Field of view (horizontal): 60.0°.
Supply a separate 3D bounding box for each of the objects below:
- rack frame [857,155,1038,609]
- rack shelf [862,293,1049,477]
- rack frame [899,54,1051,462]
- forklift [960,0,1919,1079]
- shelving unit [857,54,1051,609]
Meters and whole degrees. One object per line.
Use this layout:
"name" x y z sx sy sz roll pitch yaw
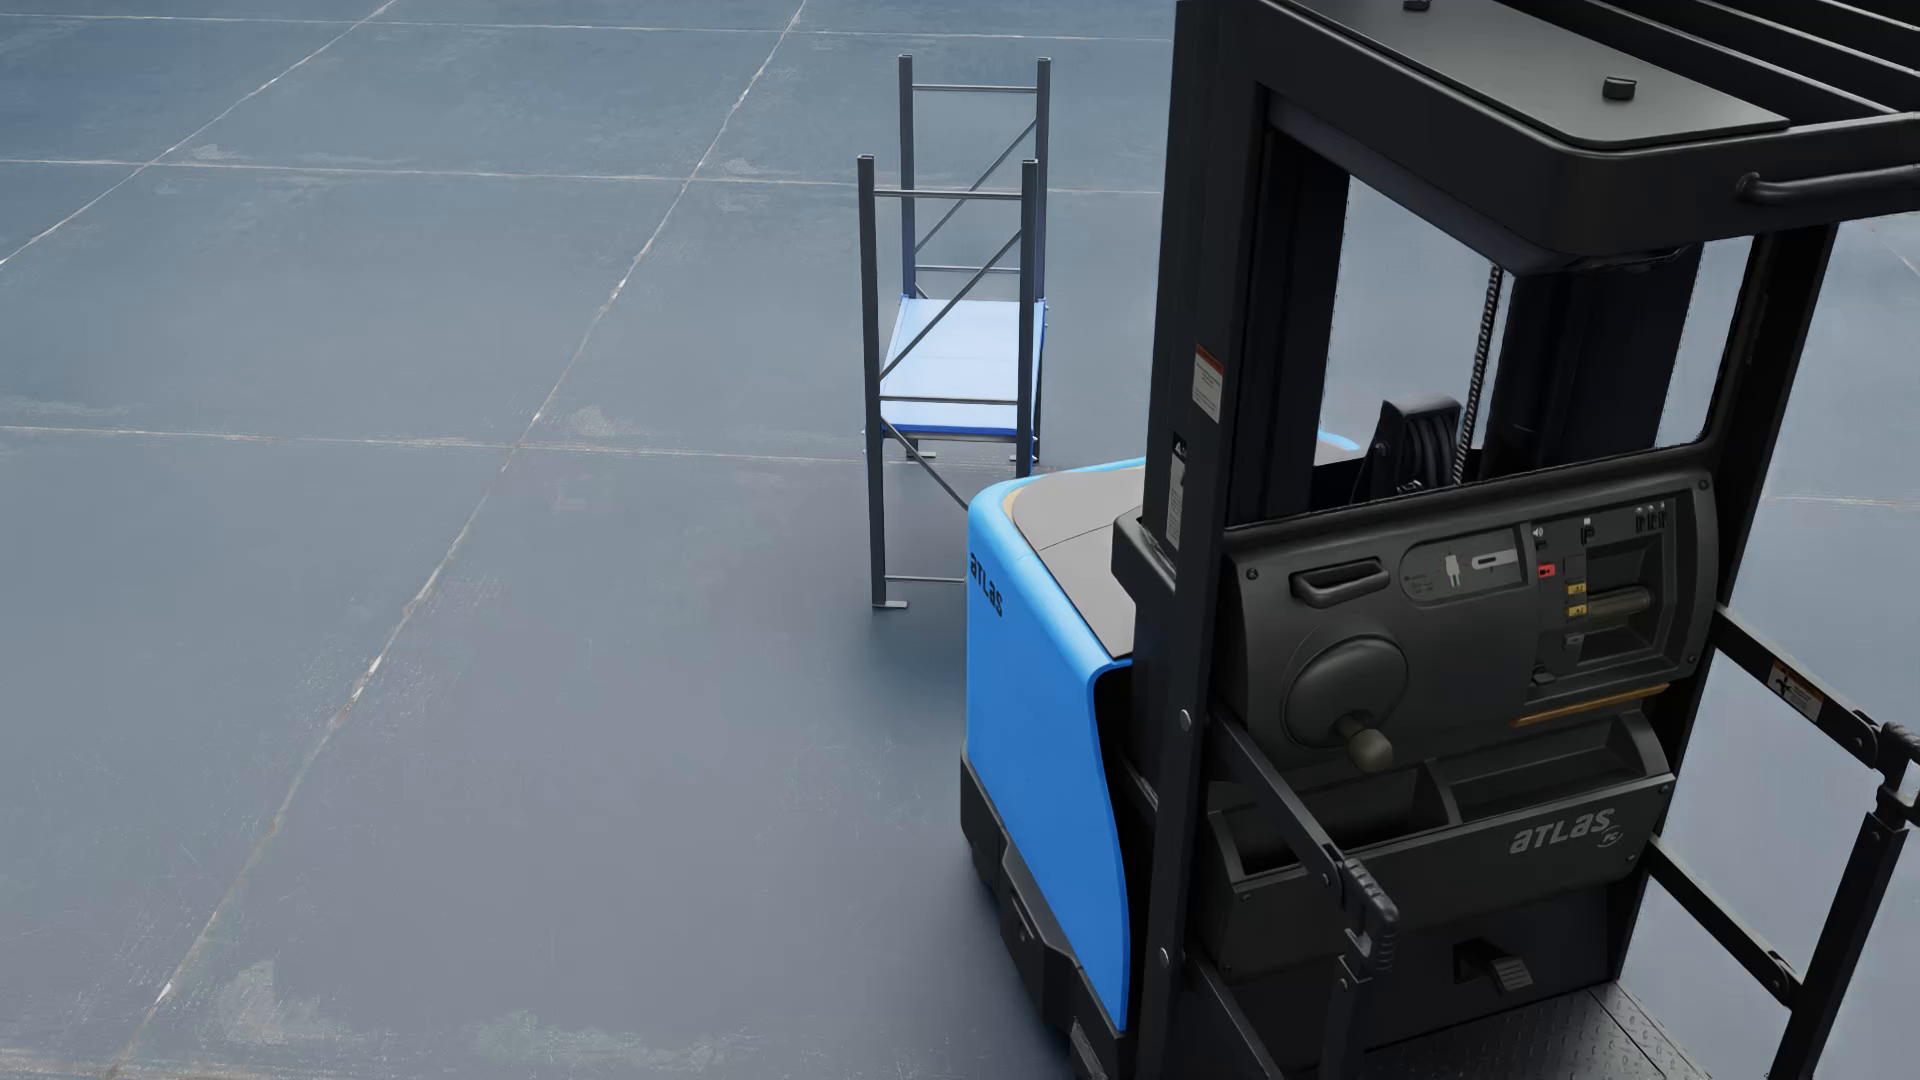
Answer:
"rack frame" -0.034 -0.417 4.998 0.500 1.500 0.032 2 32 4
"rack shelf" 0.007 -0.530 5.523 0.538 0.185 1.000 2 32 4
"rack frame" 0.048 -0.949 5.860 0.500 1.500 0.032 2 32 4
"forklift" 0.964 0.186 2.655 1.130 2.935 3.031 -10 33 -16
"shelving unit" 0.007 -0.683 5.429 0.538 1.500 1.048 2 32 4
